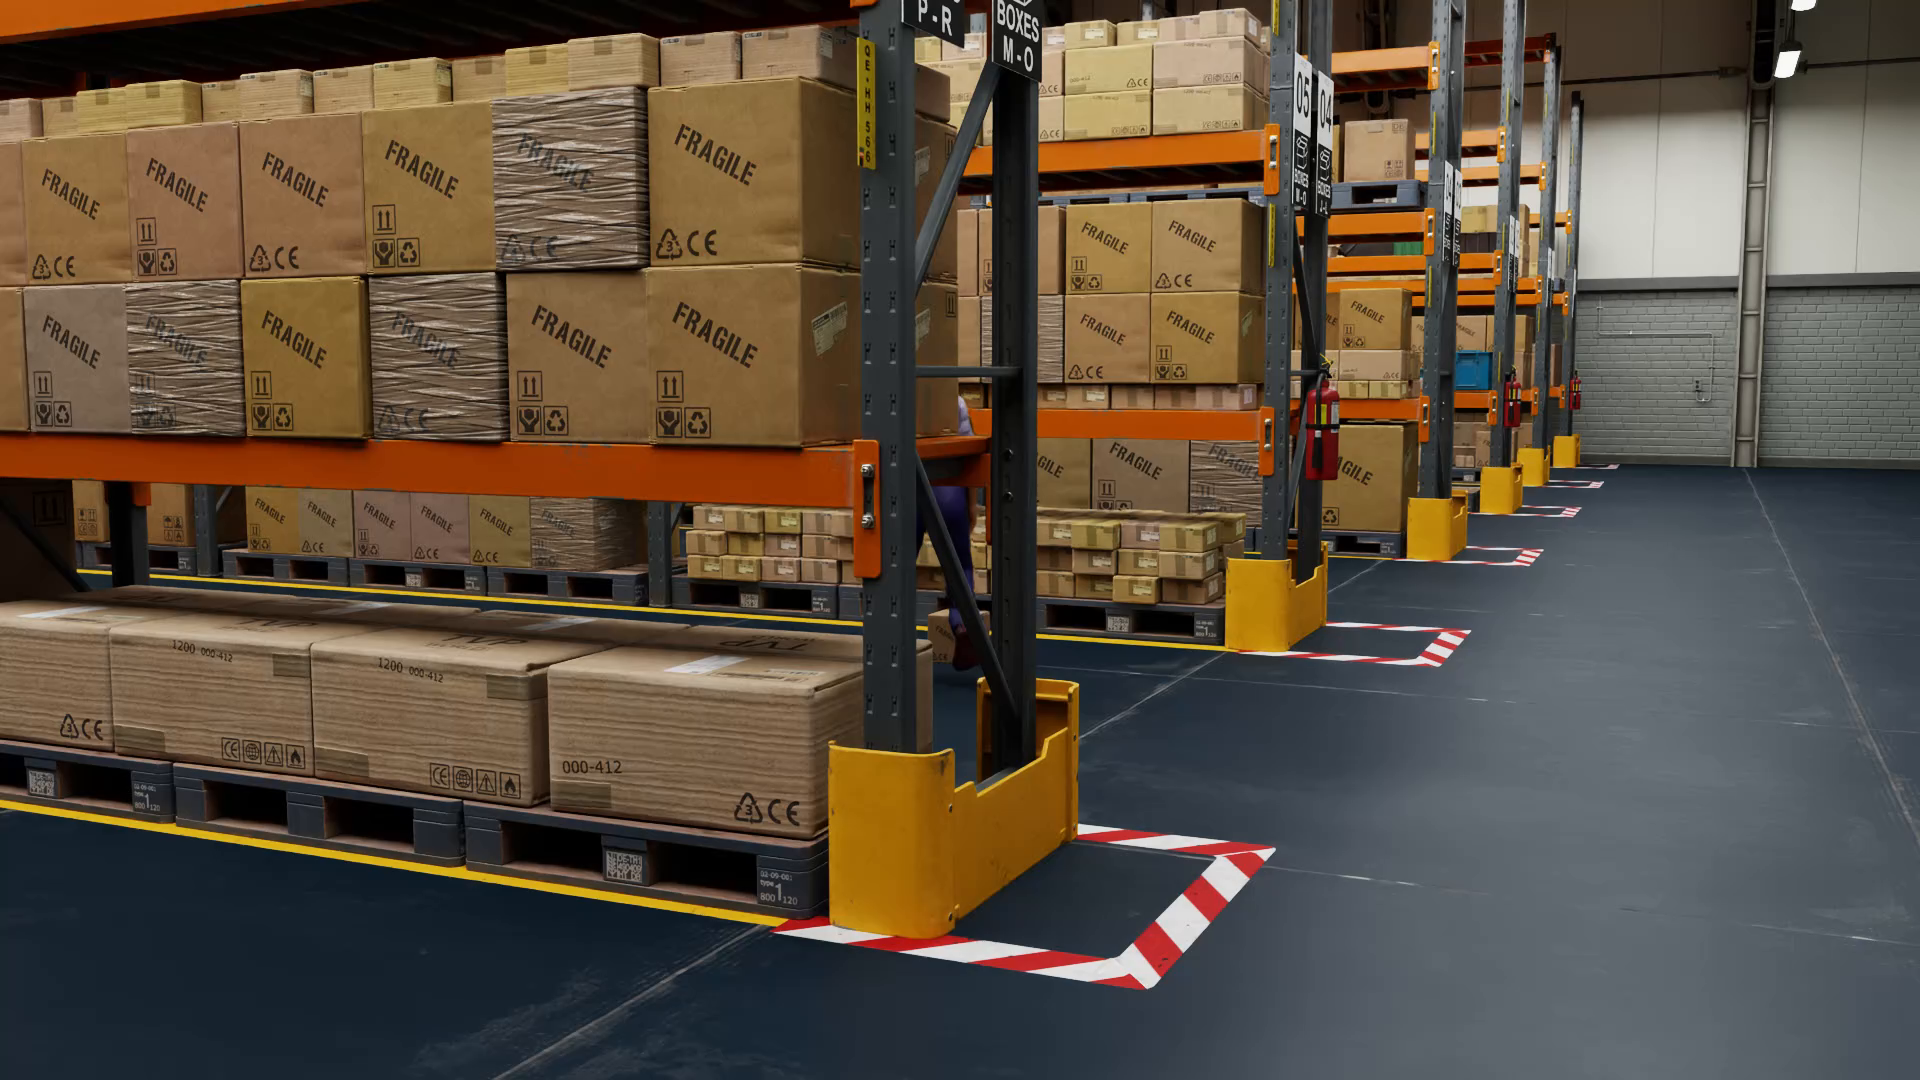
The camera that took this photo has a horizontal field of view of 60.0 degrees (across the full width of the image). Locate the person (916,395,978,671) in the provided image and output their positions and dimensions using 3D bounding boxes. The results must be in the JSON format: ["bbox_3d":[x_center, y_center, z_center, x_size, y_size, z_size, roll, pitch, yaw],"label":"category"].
[{"bbox_3d":[-0.169,-0.141,8.139,0.523,1.645,0.556,-1,6,-8],"label":"person"}]
